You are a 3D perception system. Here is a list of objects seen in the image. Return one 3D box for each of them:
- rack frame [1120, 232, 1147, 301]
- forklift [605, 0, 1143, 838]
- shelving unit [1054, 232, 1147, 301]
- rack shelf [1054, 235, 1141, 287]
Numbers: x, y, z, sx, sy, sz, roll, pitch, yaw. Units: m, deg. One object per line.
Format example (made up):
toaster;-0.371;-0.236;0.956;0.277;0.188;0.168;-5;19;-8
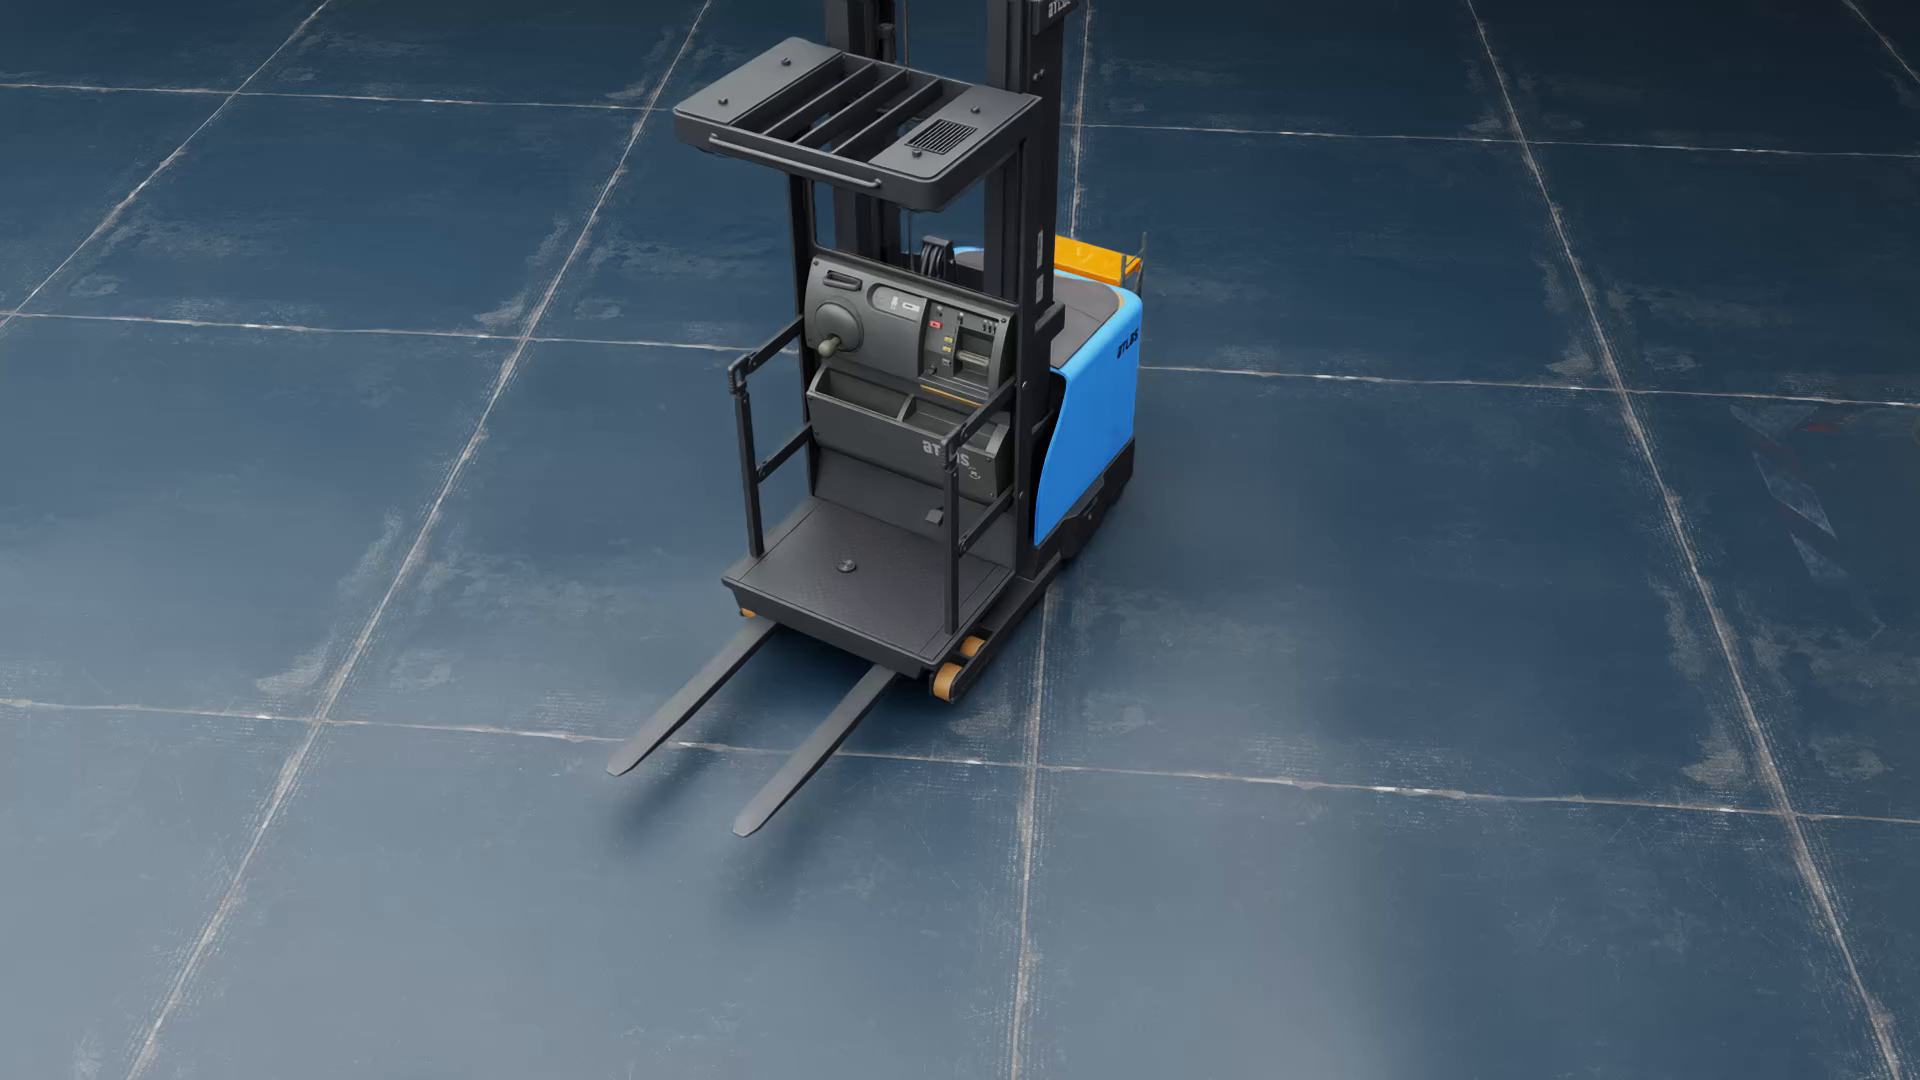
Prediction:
rack frame;0.810;-0.909;8.087;0.015;1.200;0.240;20;43;23
forklift;-0.328;-0.784;6.562;1.130;2.935;3.031;20;43;23
shelving unit;0.599;-0.987;8.182;0.503;1.200;0.258;20;43;23
rack shelf;0.600;-1.292;7.935;0.480;0.148;0.258;20;43;23
